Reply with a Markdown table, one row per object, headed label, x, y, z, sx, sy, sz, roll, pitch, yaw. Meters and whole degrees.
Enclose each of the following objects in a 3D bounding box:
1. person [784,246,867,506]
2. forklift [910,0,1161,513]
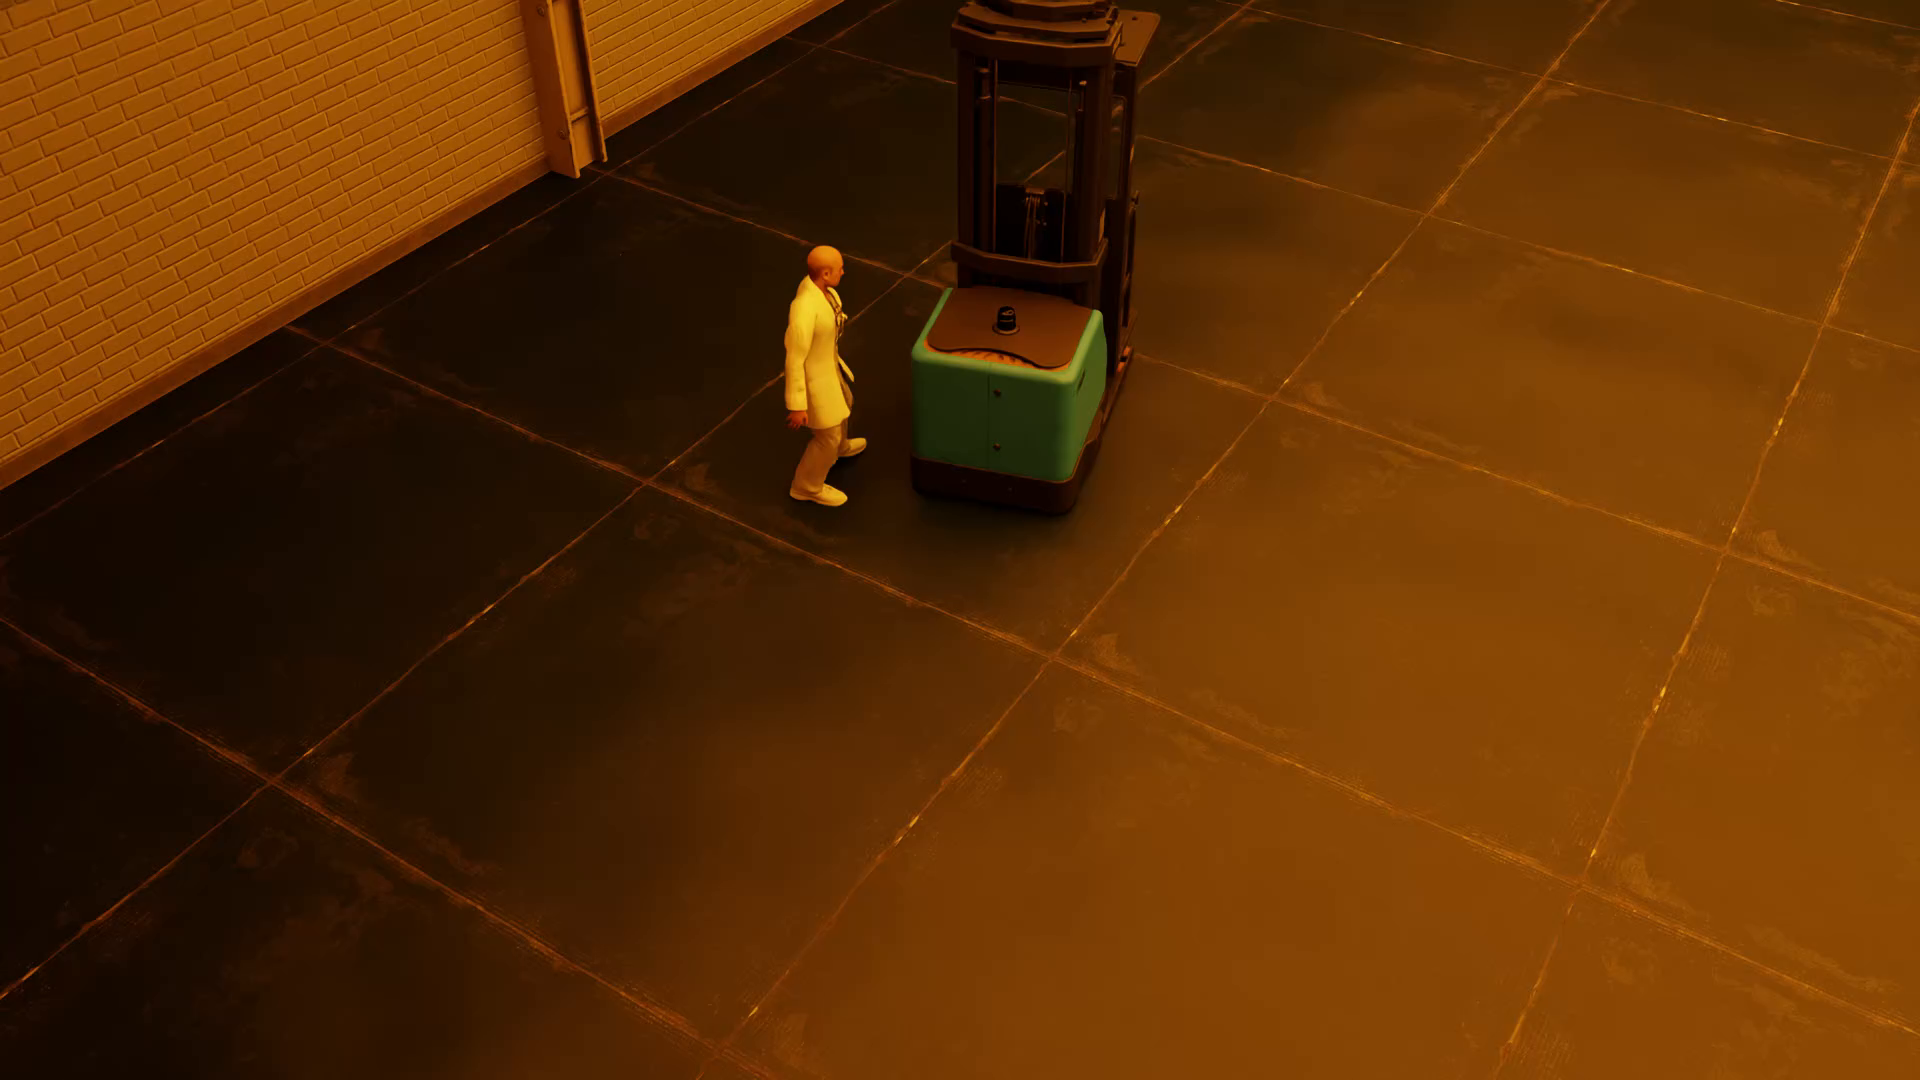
| label | x | y | z | sx | sy | sz | roll | pitch | yaw |
| --- | --- | --- | --- | --- | --- | --- | --- | --- | --- |
| person | -0.857 | -1.014 | 10.086 | 0.427 | 1.750 | 0.899 | 3 | 40 | 3 |
| forklift | 0.590 | -2.248 | 10.620 | 1.130 | 2.935 | 3.031 | 11 | 41 | 12 |
